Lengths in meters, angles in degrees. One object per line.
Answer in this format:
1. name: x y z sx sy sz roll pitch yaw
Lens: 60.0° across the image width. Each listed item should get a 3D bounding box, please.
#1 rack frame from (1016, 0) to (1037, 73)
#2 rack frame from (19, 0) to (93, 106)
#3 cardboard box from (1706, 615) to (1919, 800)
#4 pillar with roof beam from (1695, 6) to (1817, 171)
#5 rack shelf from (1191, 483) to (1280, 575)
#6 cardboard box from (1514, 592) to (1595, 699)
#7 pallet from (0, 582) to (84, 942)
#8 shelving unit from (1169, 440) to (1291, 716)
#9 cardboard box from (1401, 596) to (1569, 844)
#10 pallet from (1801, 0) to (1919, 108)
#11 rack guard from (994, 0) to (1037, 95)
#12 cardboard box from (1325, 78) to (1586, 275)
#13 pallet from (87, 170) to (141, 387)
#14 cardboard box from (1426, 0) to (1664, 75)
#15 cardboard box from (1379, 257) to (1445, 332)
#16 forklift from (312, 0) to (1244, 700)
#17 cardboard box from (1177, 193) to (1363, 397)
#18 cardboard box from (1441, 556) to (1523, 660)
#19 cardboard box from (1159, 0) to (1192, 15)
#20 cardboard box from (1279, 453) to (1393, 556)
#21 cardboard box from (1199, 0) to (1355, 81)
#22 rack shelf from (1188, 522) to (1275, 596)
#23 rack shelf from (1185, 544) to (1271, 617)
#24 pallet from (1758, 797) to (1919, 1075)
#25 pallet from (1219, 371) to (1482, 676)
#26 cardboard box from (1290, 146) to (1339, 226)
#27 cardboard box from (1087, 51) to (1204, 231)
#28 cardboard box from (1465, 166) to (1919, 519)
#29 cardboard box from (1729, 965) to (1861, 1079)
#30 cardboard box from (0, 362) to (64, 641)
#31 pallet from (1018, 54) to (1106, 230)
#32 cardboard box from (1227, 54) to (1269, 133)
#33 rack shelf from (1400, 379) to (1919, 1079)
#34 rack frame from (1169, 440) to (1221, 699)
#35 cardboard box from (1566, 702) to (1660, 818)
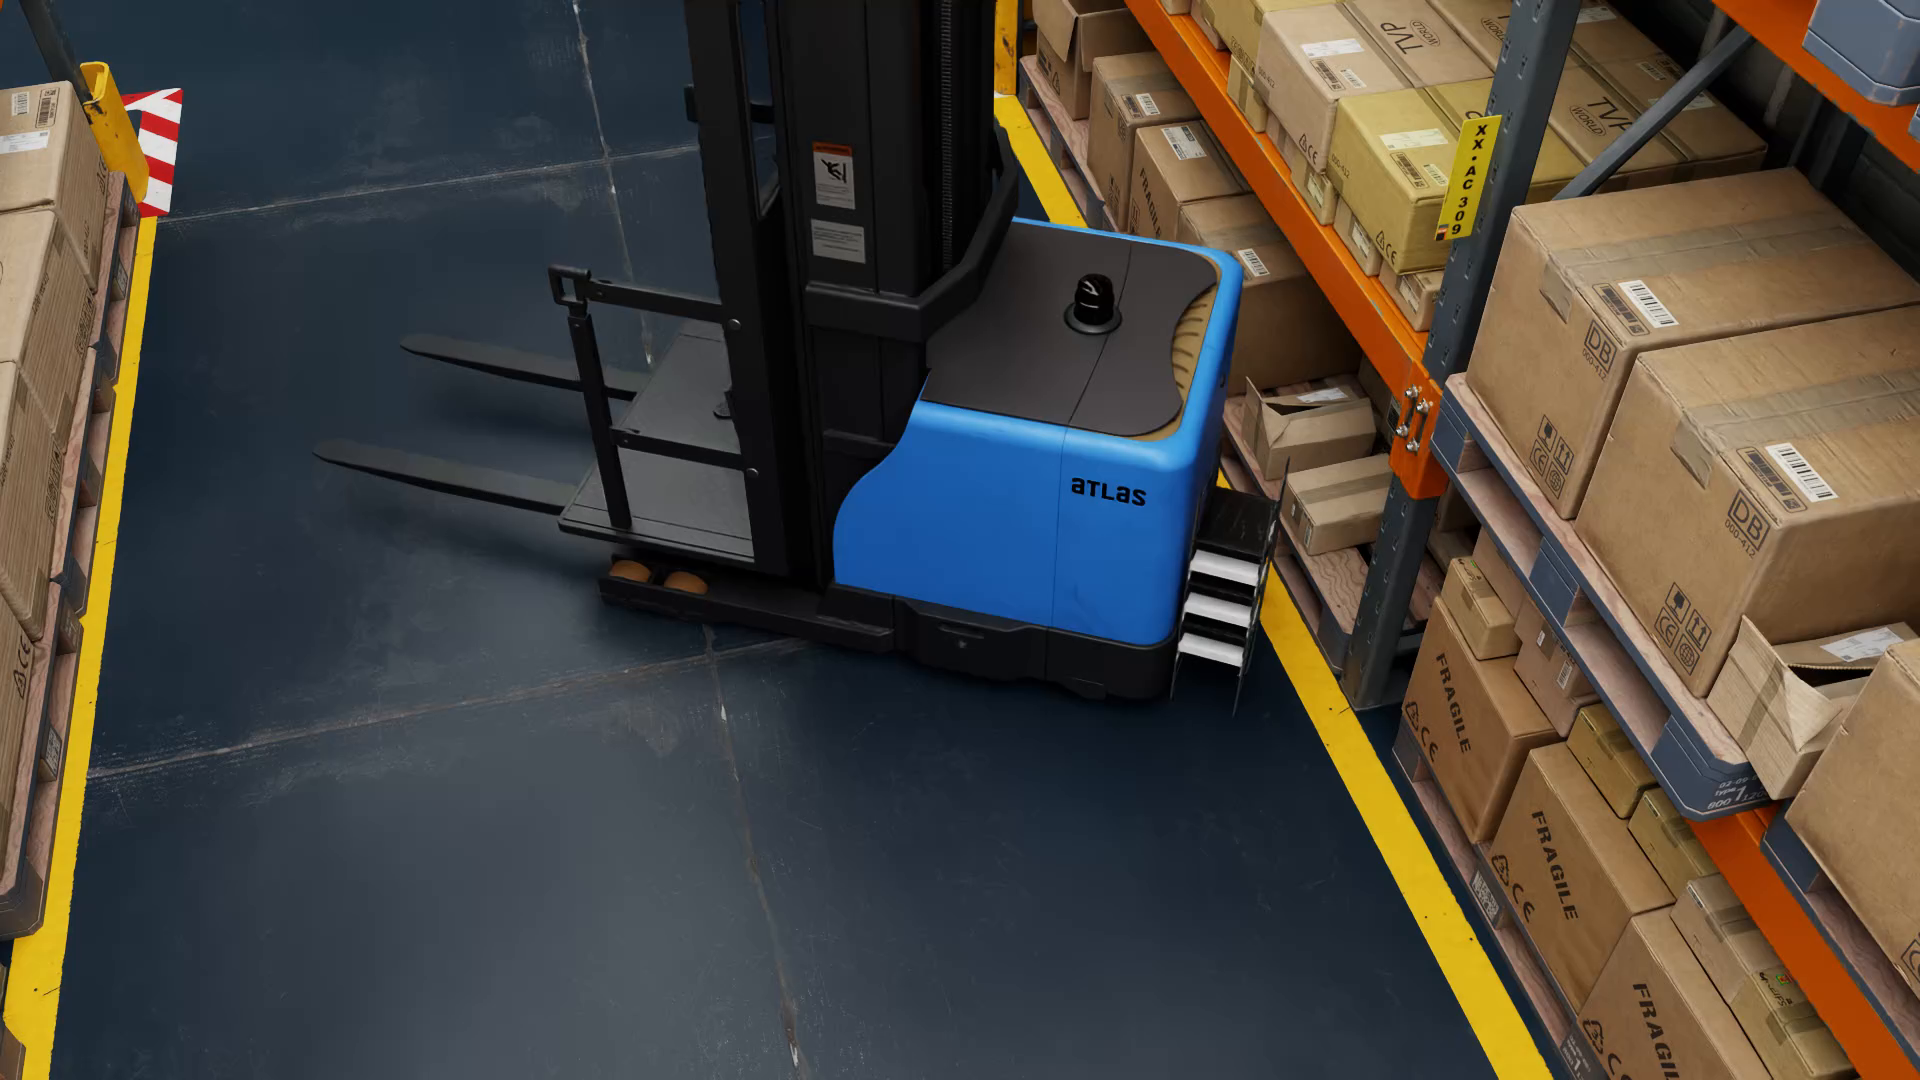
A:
1. rack frame: 0.680 -3.401 6.983 1.000 3.000 0.127 -11 47 -10
2. rack frame: -4.117 -2.491 6.091 1.000 3.000 0.127 -11 47 -10
3. cardboard box: 1.689 0.290 3.165 0.396 0.266 0.258 -9 46 -8
4. pillar with roof beam: -1.764 -2.597 1.995 9.100 9.000 0.400 -11 47 -10
5. rack shelf: 0.801 -0.033 4.821 0.200 0.077 0.258 14 47 14
6. cardboard box: 1.652 0.225 4.223 0.380 0.149 0.250 -13 47 -12
7. pallet: -3.212 0.708 4.909 1.003 0.211 1.213 -11 47 -10
8. shelving unit: 0.801 0.132 4.990 0.210 0.900 0.258 14 47 14
9. cardboard box: 1.611 0.464 4.651 0.500 0.500 0.500 -9 46 -9
10. pallet: 1.804 -1.160 2.818 1.213 0.211 1.003 -11 47 -10
11. rack guard: 0.700 -2.473 7.824 1.175 0.500 0.348 -11 47 -10
12. cardboard box: 1.338 -0.998 4.524 0.500 0.250 0.500 -10 46 -9
13. pallet: -3.836 -0.977 6.560 1.003 0.211 1.213 -11 47 -10
14. cardboard box: 1.704 -1.427 4.945 0.500 0.250 0.500 -11 47 -11
15. cardboard box: 1.379 -0.725 4.536 0.380 0.149 0.250 -10 46 -10
16. forklift: -0.689 -1.113 4.788 3.031 2.935 1.130 11 47 11
17. cardboard box: 1.192 -0.919 6.007 0.700 0.500 0.500 -12 47 -12
18. cardboard box: 1.539 0.158 4.497 0.380 0.149 0.250 -9 46 -8
19. cardboard box: 0.868 -1.959 5.746 0.380 0.149 0.250 -10 46 -9
20. cardboard box: 1.278 -0.119 5.469 0.380 0.149 0.250 -12 47 -12
21. cardboard box: 1.081 -1.688 5.200 0.500 0.250 0.500 -11 47 -11
22. rack shelf: 0.801 0.030 4.886 0.200 0.077 0.258 14 47 14
23. rack shelf: 0.801 0.093 4.950 0.200 0.077 0.258 14 47 14
24. pallet: 2.226 0.848 2.953 1.003 0.211 1.213 -11 47 -10
25. pallet: 1.530 -0.137 5.737 1.003 0.211 1.213 -11 47 -10
26. cardboard box: 1.201 -1.076 4.880 0.380 0.149 0.250 -10 46 -9
27. cardboard box: 0.927 -1.636 6.709 0.700 0.500 0.500 -9 46 -9
28. cardboard box: 1.612 -0.446 3.723 0.700 0.500 0.500 -10 46 -9
29. cardboard box: 1.934 1.048 3.625 0.380 0.149 0.250 -9 46 -9
30. cardboard box: -3.380 -0.050 5.199 0.875 0.438 0.875 -12 47 -11
31. pallet: 0.905 -1.822 7.388 1.003 0.211 1.213 -11 47 -10
32. cardboard box: 1.068 -1.433 5.230 0.380 0.149 0.250 -11 47 -11
33. rack shelf: 2.217 0.993 3.180 1.077 0.370 4.000 -11 47 -10
34. rack frame: 0.705 0.108 5.014 0.006 0.900 0.240 14 47 14
35. cardboard box: 1.762 0.510 4.152 0.380 0.149 0.250 -13 47 -12
